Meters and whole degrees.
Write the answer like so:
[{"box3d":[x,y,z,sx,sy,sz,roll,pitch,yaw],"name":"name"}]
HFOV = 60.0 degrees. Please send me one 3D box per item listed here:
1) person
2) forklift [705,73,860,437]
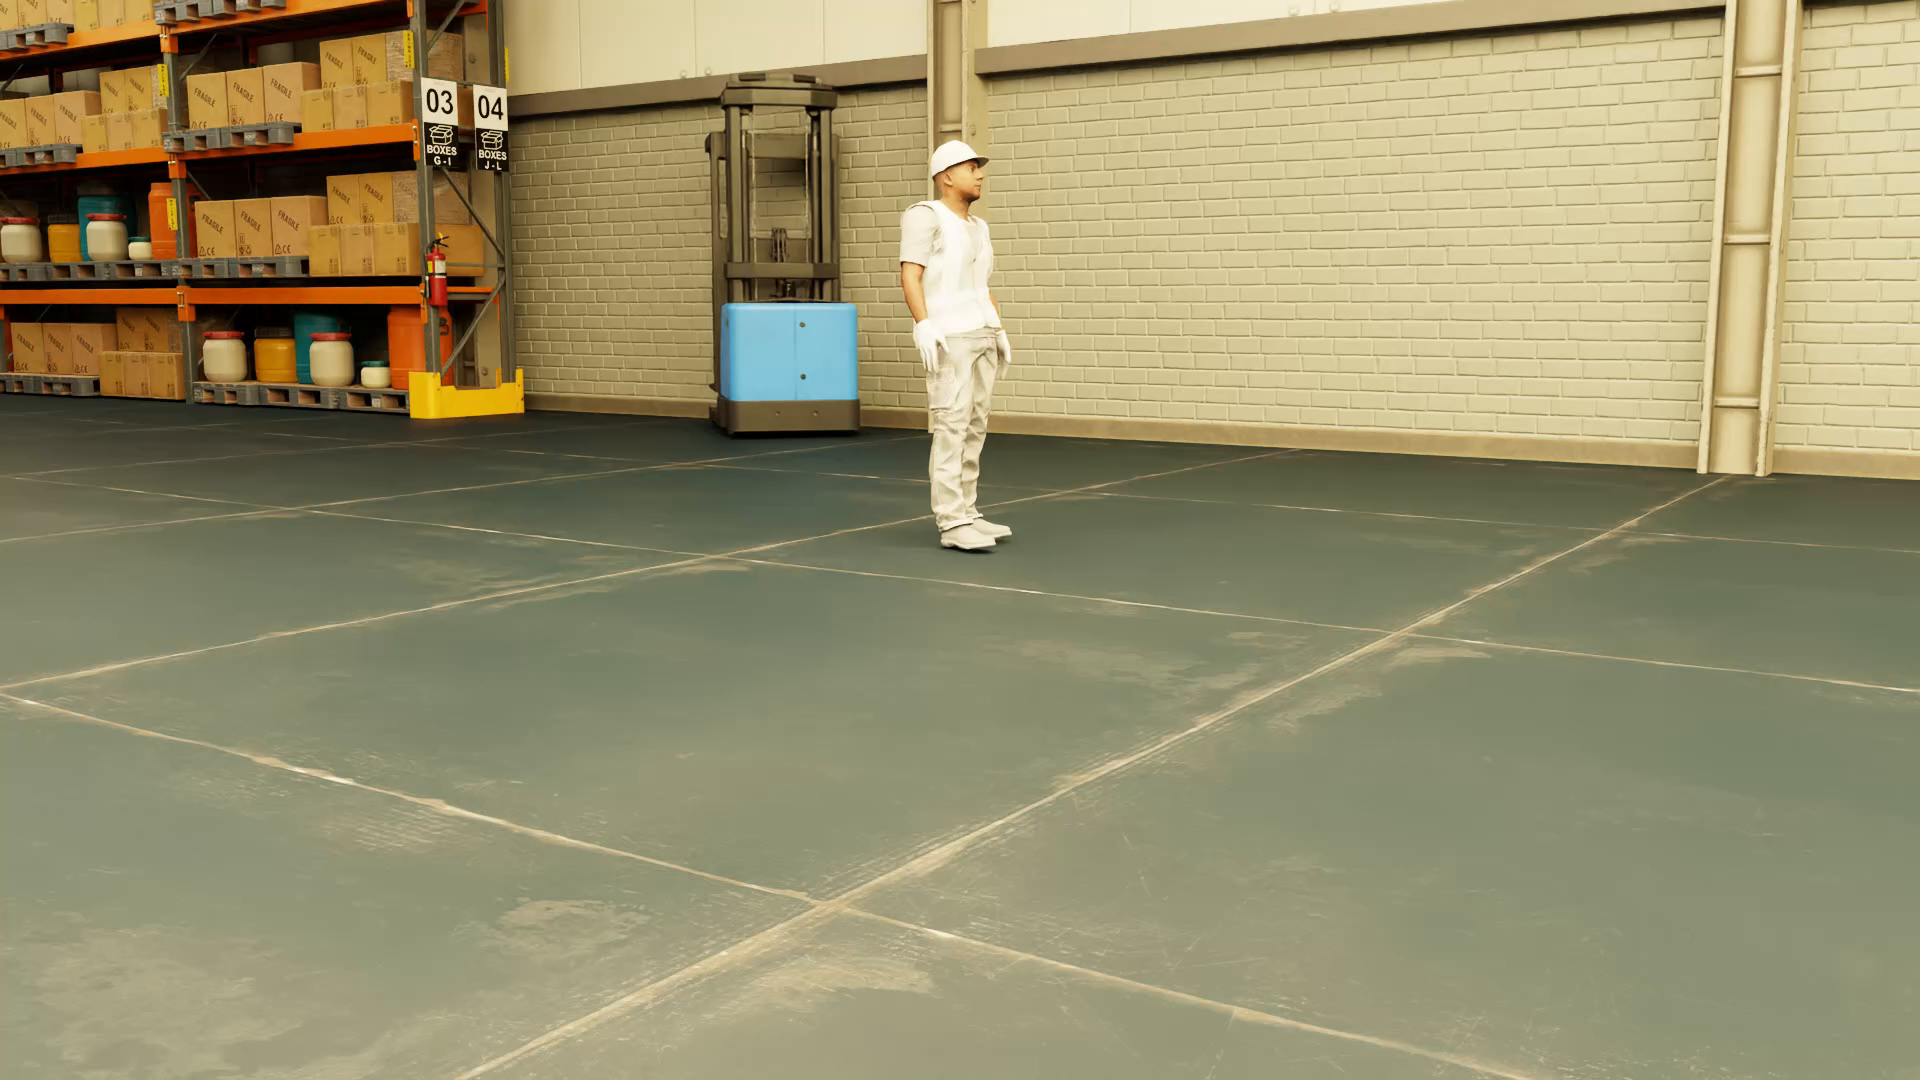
[{"box3d":[0.054,-0.883,7.430,0.577,1.782,0.656,5,10,34],"name":"person"},{"box3d":[-1.619,-2.452,14.437,1.130,2.935,3.031,-2,8,-12],"name":"forklift"}]
